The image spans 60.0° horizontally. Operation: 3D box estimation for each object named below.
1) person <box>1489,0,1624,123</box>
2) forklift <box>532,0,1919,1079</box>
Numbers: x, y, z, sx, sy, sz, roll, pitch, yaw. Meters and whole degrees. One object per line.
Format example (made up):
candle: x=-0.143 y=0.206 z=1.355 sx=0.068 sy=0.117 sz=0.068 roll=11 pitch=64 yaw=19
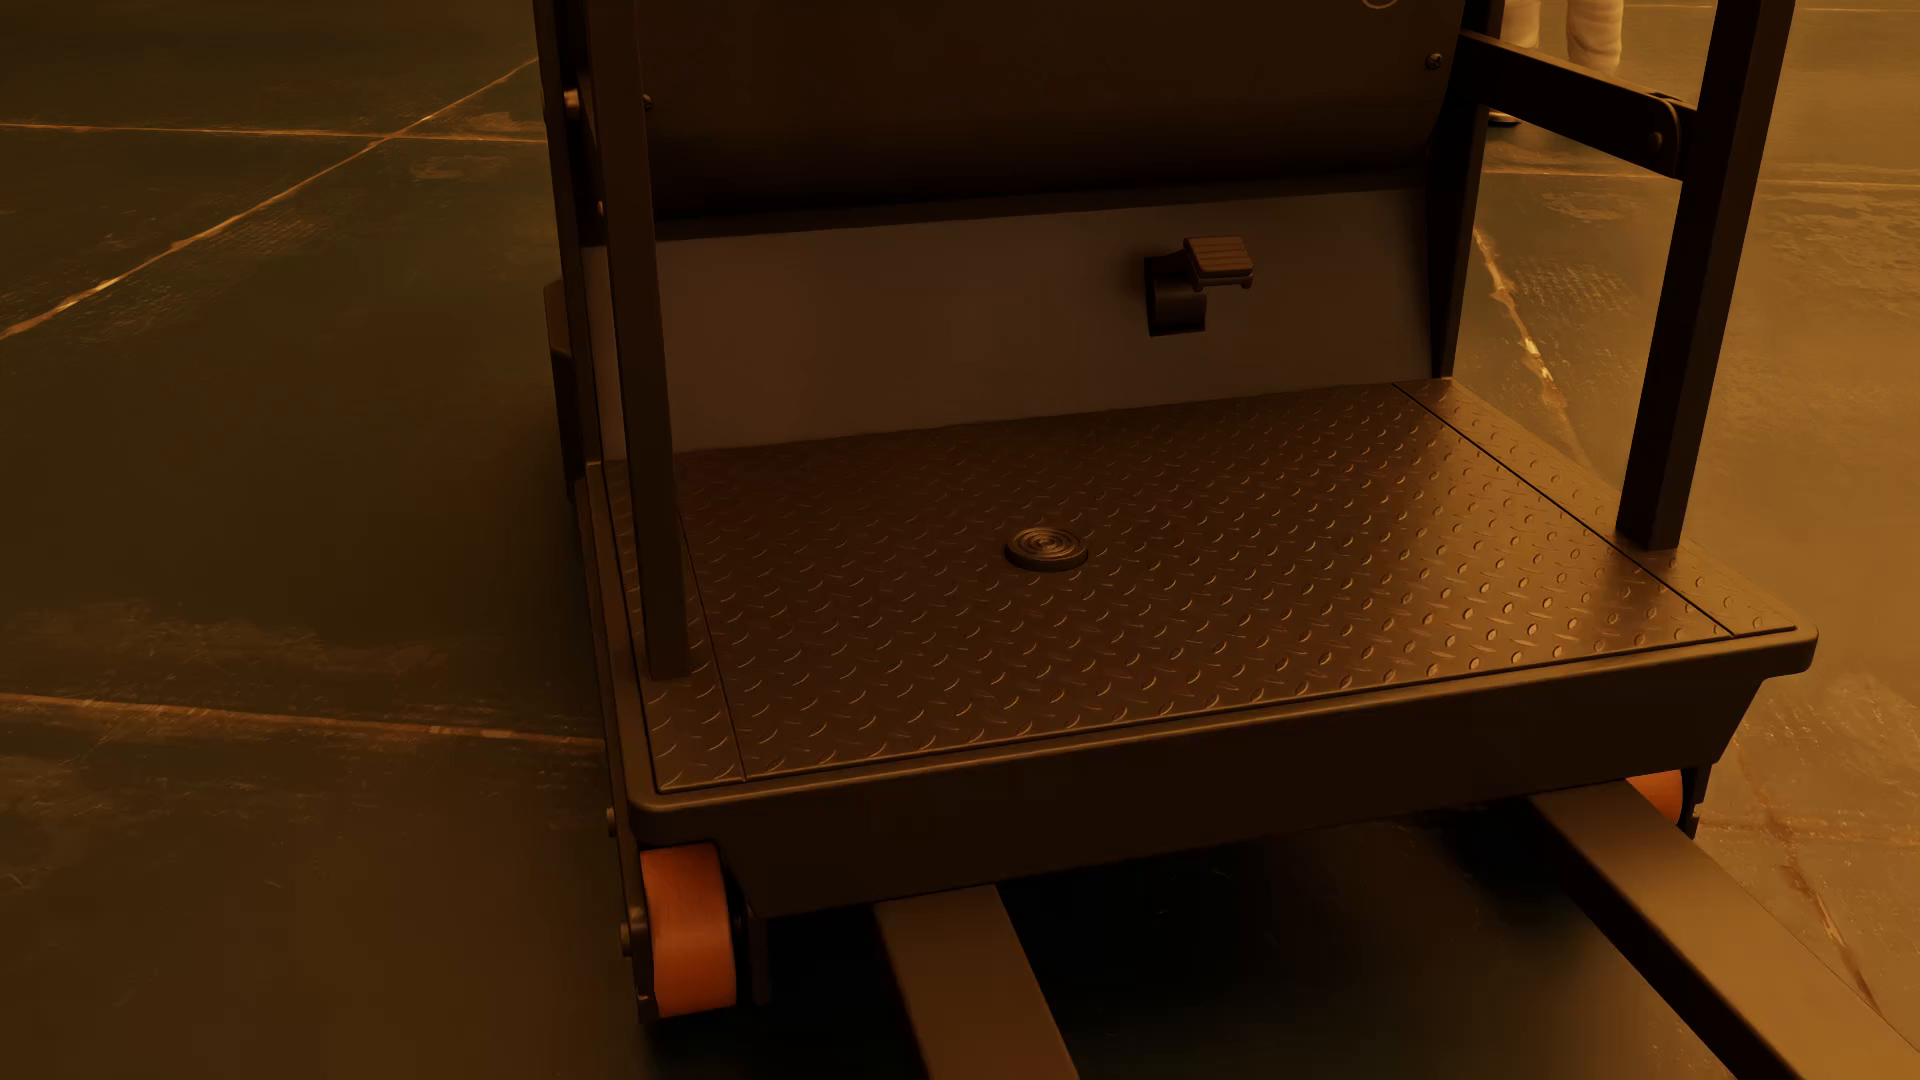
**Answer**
person: x=1.694 y=-2.081 z=4.669 sx=0.628 sy=1.787 sz=0.557 roll=3 pitch=27 yaw=7
forklift: x=0.153 y=-1.049 z=1.319 sx=1.130 sy=2.935 sz=3.031 roll=-7 pitch=27 yaw=-13
